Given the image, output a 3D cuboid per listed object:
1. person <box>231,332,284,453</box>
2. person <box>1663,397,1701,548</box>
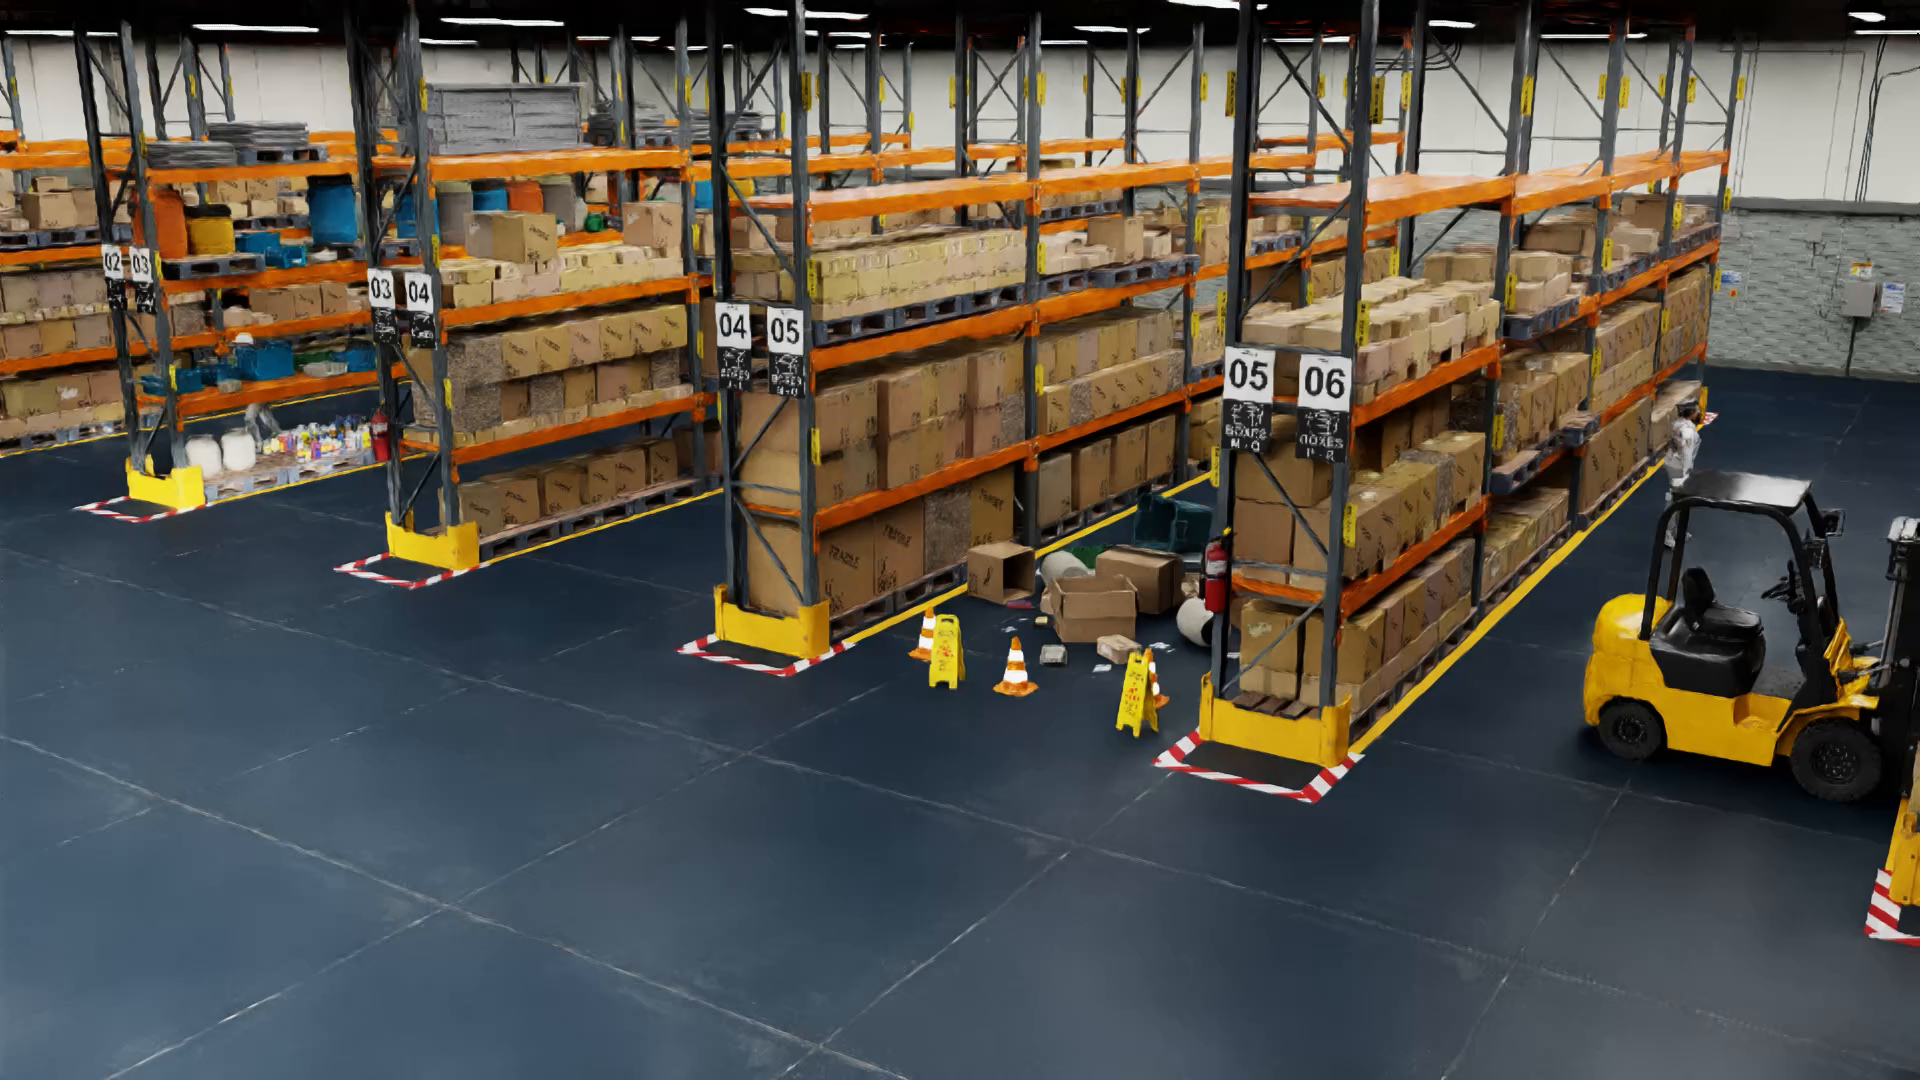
[{"bbox_3d":[-9.989,-2.105,23.595,0.680,1.709,0.866,12,20,37],"label":"person"},{"bbox_3d":[8.196,-0.781,18.849,0.427,1.683,0.555,2,16,6],"label":"person"}]
